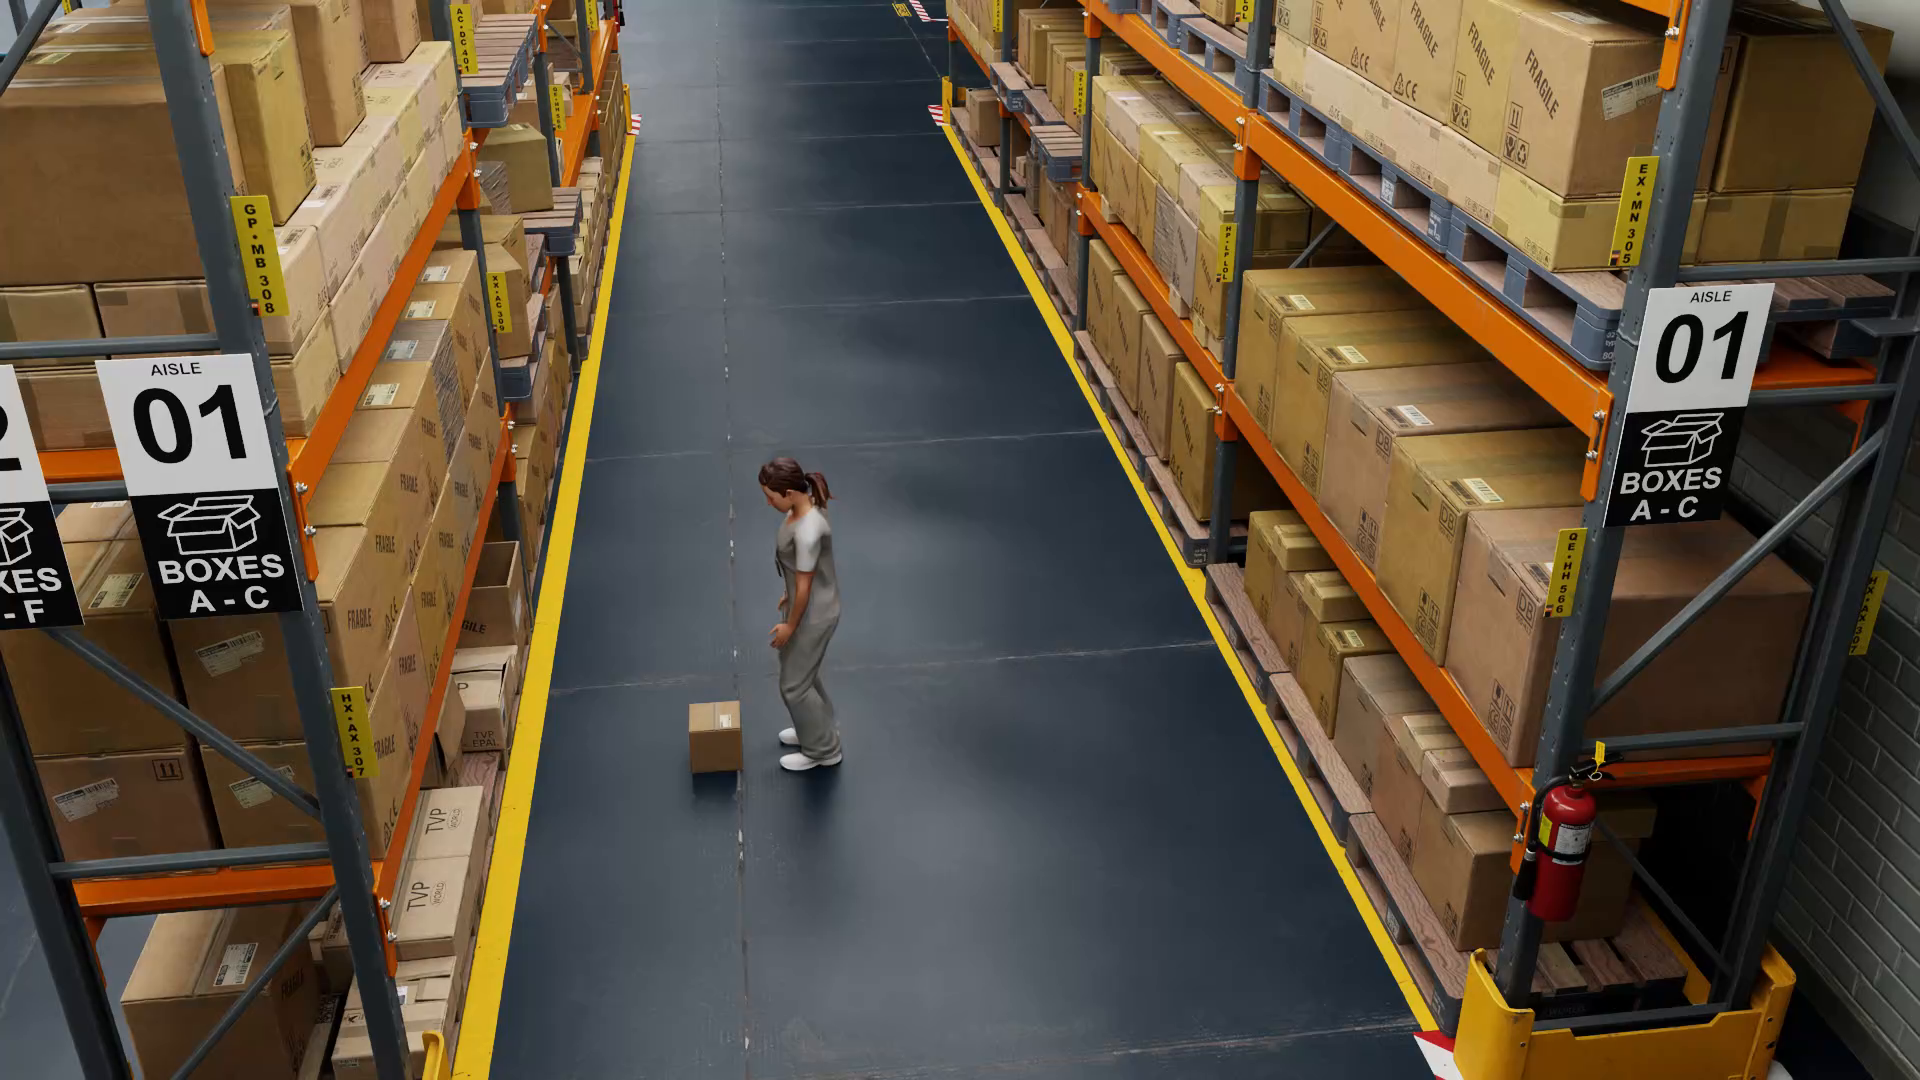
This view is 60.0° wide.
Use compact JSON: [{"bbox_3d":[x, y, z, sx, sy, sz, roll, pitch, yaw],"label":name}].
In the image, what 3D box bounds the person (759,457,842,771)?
[{"bbox_3d":[-0.749,0.361,7.989,0.354,1.620,0.456,-3,27,-6],"label":"person"}]
